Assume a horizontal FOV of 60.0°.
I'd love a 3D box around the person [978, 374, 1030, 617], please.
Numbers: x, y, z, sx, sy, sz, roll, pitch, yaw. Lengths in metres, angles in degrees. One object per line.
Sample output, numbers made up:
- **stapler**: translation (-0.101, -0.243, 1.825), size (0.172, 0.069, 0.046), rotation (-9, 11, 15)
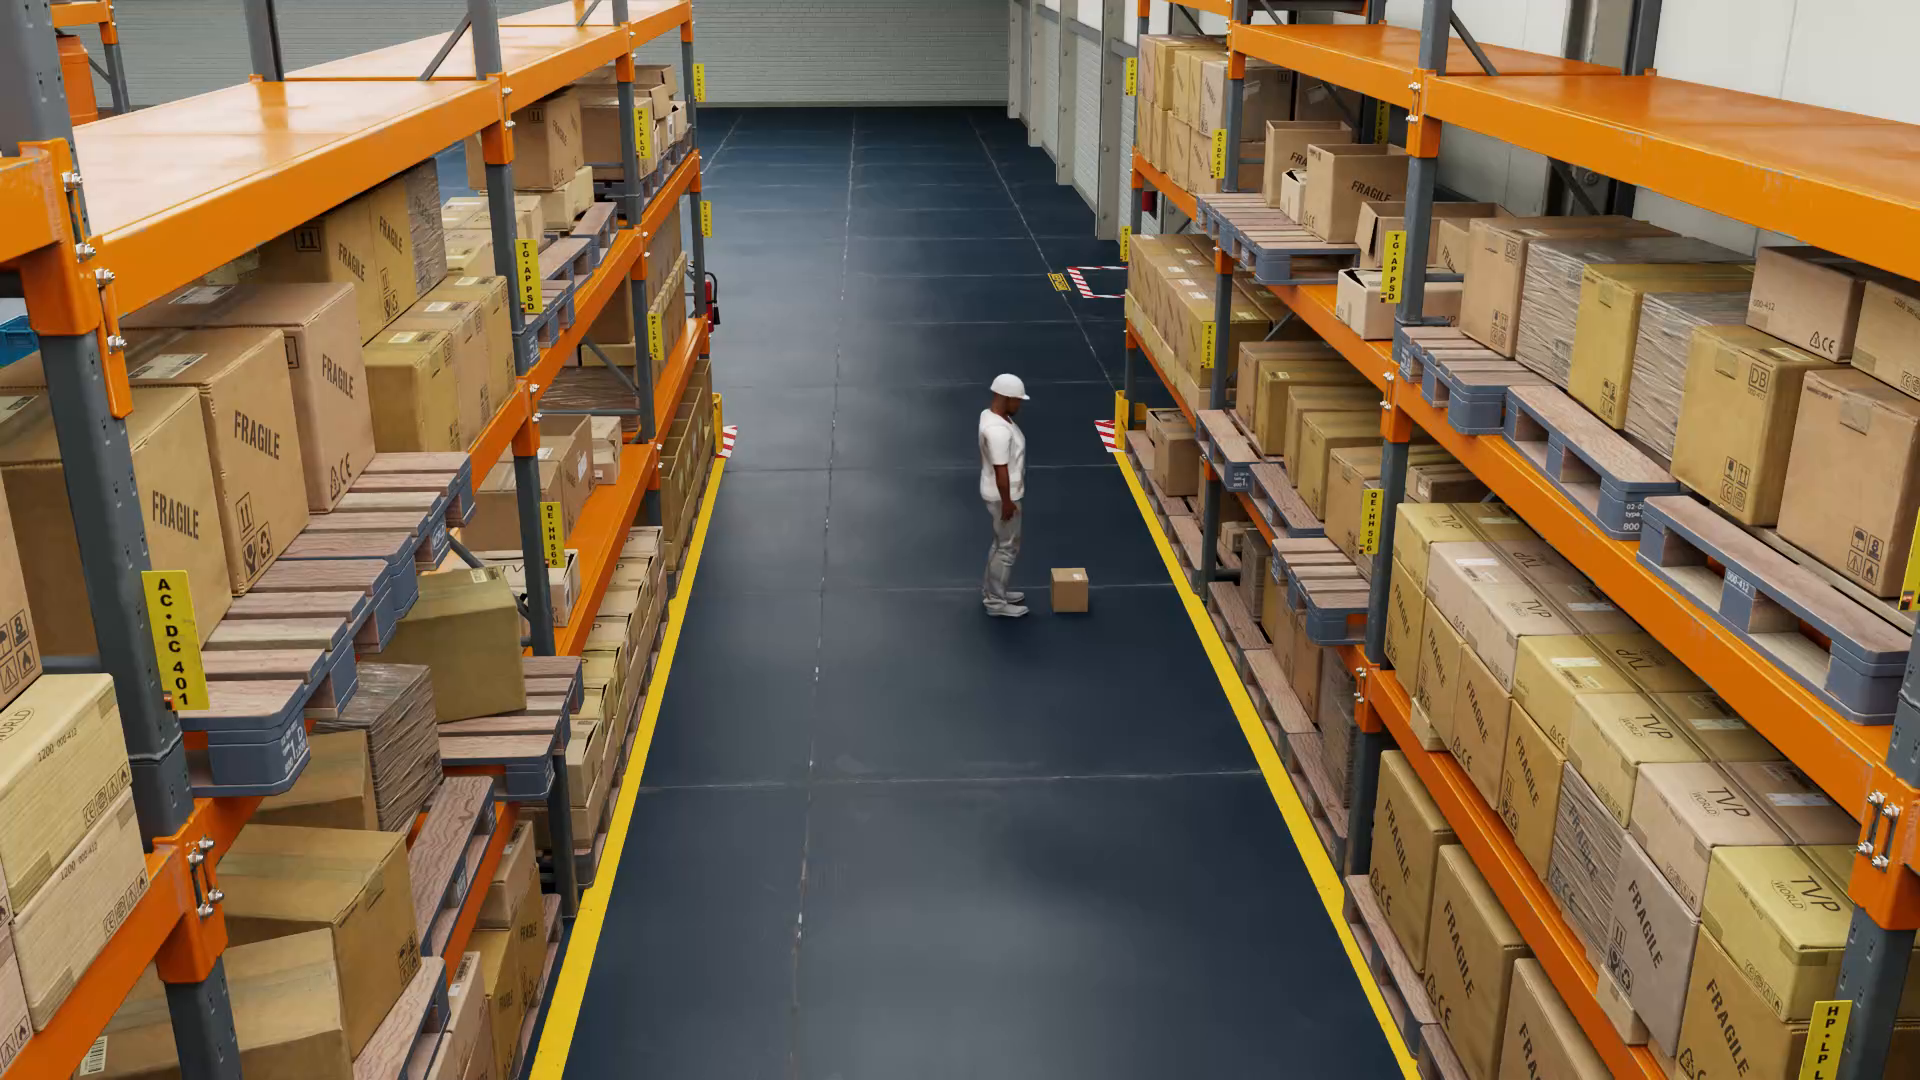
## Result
- **person**: translation (0.310, -0.335, 11.958), size (0.368, 1.759, 0.568), rotation (-1, 20, -2)
